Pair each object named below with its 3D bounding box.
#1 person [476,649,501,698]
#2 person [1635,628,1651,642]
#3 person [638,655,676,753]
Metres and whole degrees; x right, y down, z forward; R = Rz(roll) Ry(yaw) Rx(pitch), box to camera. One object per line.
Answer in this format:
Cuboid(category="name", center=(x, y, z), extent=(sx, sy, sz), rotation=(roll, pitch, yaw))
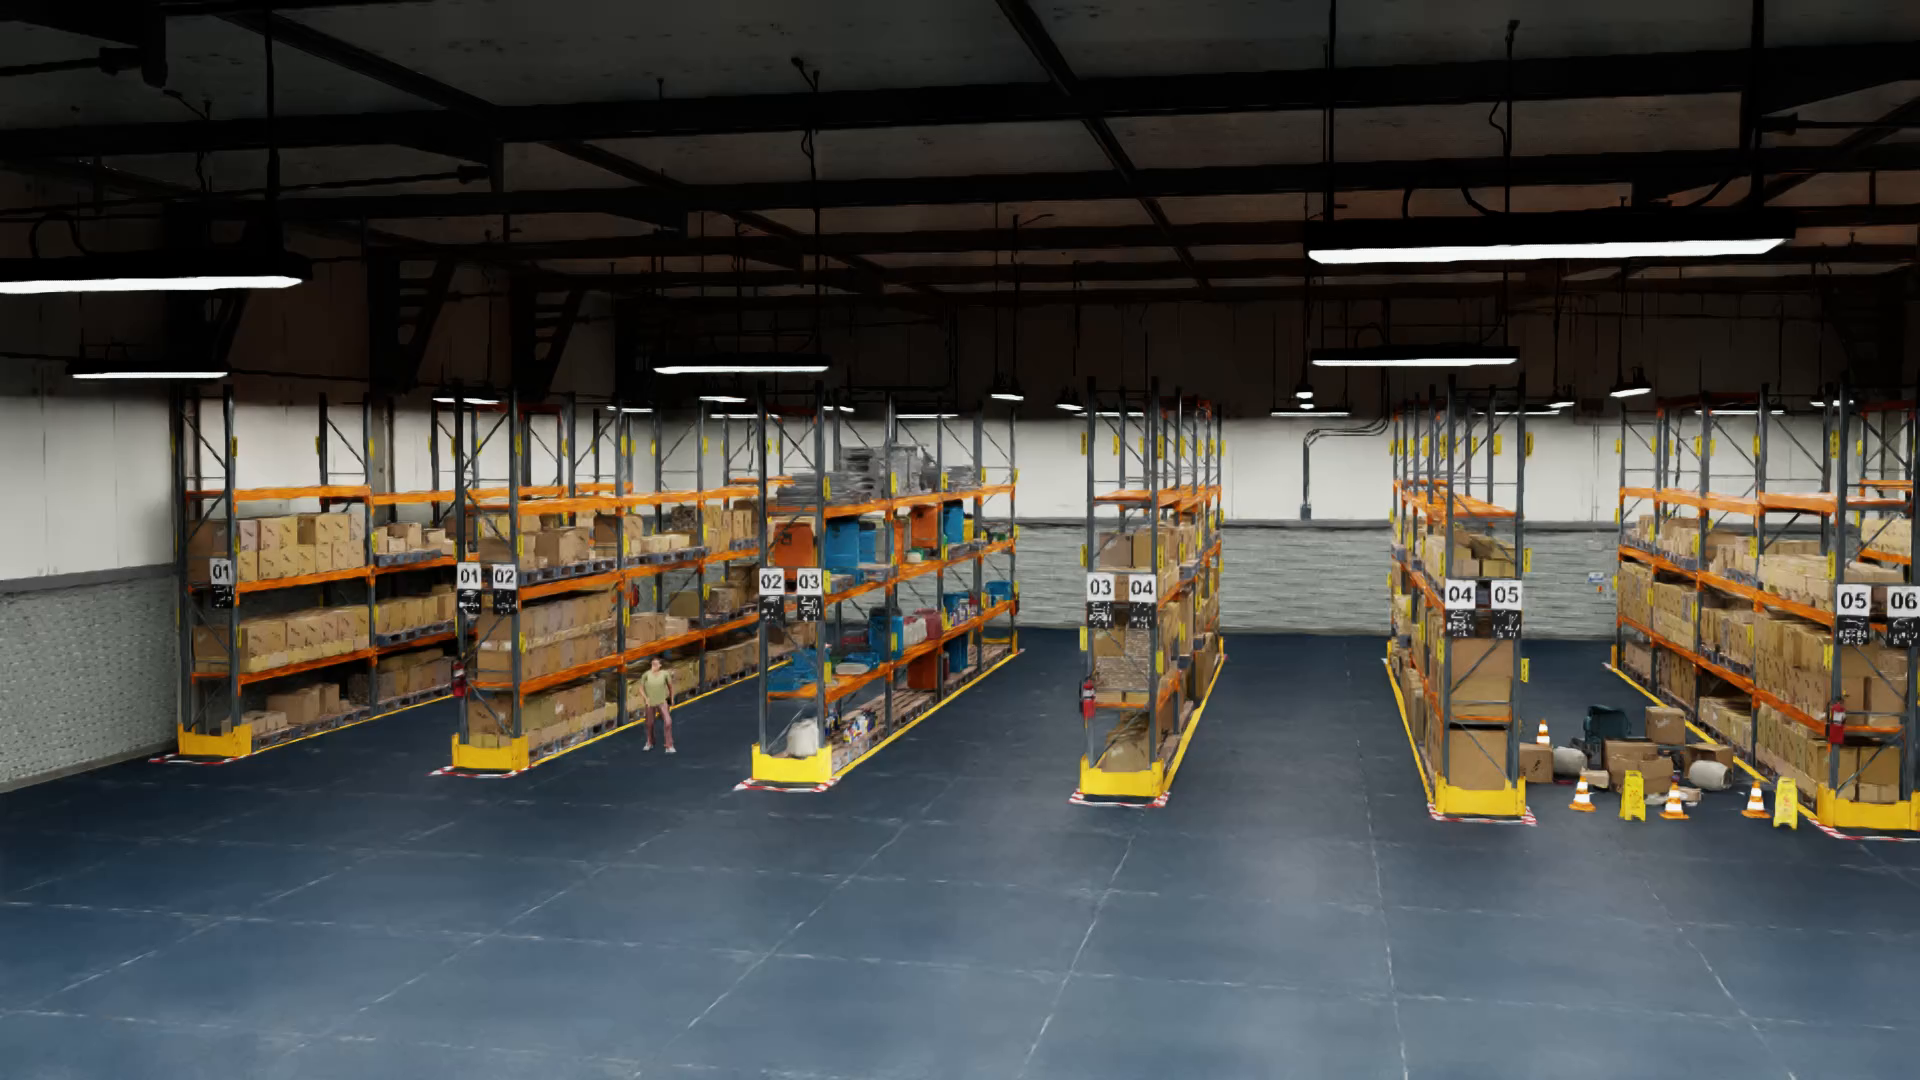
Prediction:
Cuboid(category="person", center=(-9.036, 2.331, 32.102), extent=(0.580, 1.715, 1.104), rotation=(0, 3, 4))
Cuboid(category="person", center=(17.104, 1.854, 41.574), extent=(0.547, 1.662, 0.514), rotation=(-3, 4, -41))
Cuboid(category="person", center=(-4.949, 2.667, 27.196), extent=(0.612, 1.610, 0.790), rotation=(0, 3, -8))
